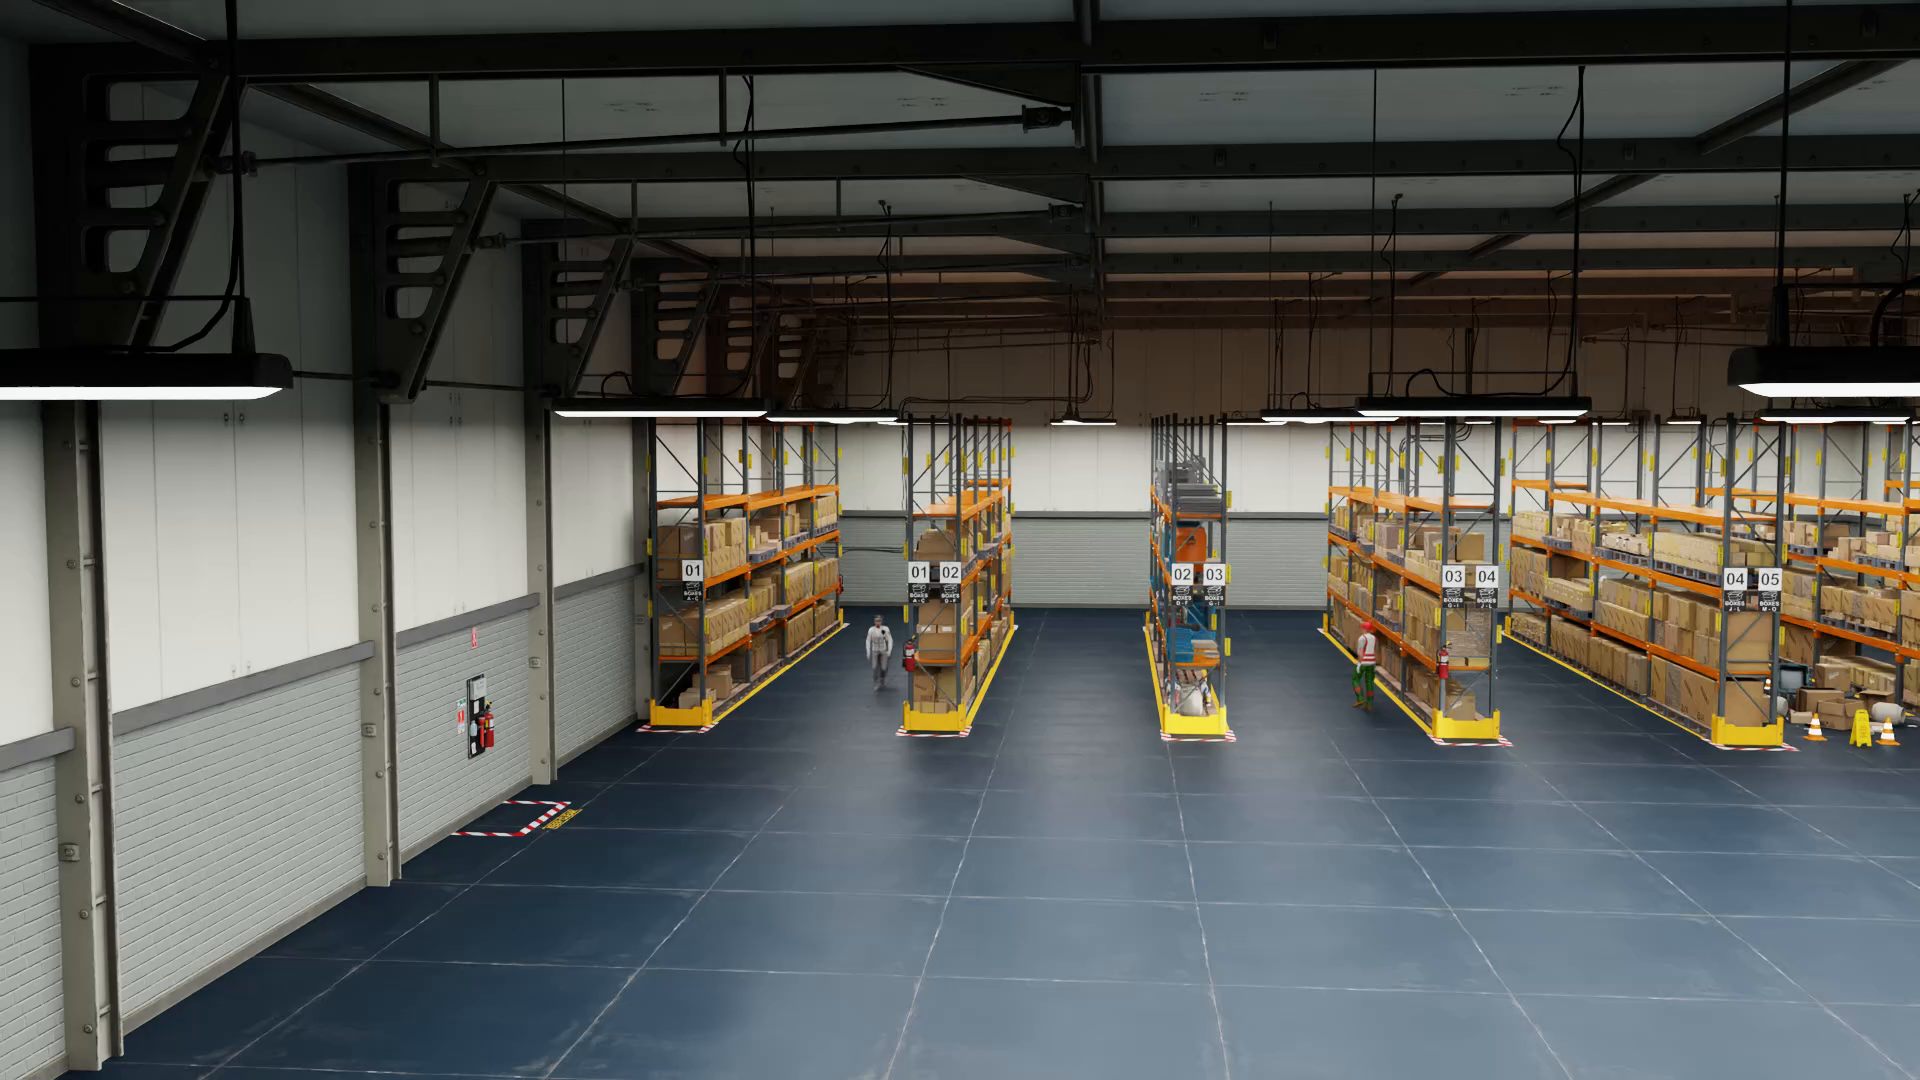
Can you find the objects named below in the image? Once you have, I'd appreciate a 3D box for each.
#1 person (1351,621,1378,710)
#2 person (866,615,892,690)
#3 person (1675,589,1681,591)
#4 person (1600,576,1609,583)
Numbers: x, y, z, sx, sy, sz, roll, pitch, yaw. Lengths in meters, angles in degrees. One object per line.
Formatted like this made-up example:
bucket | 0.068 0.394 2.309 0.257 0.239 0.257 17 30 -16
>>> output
person | 8.281 2.547 33.854 0.533 1.784 0.517 -1 4 -10
person | -1.771 2.450 36.527 0.583 1.660 0.530 0 4 5
person | 17.552 2.097 40.622 0.638 1.779 0.532 -2 4 -23
person | 17.358 1.847 44.712 0.599 1.756 0.633 -1 4 -12
